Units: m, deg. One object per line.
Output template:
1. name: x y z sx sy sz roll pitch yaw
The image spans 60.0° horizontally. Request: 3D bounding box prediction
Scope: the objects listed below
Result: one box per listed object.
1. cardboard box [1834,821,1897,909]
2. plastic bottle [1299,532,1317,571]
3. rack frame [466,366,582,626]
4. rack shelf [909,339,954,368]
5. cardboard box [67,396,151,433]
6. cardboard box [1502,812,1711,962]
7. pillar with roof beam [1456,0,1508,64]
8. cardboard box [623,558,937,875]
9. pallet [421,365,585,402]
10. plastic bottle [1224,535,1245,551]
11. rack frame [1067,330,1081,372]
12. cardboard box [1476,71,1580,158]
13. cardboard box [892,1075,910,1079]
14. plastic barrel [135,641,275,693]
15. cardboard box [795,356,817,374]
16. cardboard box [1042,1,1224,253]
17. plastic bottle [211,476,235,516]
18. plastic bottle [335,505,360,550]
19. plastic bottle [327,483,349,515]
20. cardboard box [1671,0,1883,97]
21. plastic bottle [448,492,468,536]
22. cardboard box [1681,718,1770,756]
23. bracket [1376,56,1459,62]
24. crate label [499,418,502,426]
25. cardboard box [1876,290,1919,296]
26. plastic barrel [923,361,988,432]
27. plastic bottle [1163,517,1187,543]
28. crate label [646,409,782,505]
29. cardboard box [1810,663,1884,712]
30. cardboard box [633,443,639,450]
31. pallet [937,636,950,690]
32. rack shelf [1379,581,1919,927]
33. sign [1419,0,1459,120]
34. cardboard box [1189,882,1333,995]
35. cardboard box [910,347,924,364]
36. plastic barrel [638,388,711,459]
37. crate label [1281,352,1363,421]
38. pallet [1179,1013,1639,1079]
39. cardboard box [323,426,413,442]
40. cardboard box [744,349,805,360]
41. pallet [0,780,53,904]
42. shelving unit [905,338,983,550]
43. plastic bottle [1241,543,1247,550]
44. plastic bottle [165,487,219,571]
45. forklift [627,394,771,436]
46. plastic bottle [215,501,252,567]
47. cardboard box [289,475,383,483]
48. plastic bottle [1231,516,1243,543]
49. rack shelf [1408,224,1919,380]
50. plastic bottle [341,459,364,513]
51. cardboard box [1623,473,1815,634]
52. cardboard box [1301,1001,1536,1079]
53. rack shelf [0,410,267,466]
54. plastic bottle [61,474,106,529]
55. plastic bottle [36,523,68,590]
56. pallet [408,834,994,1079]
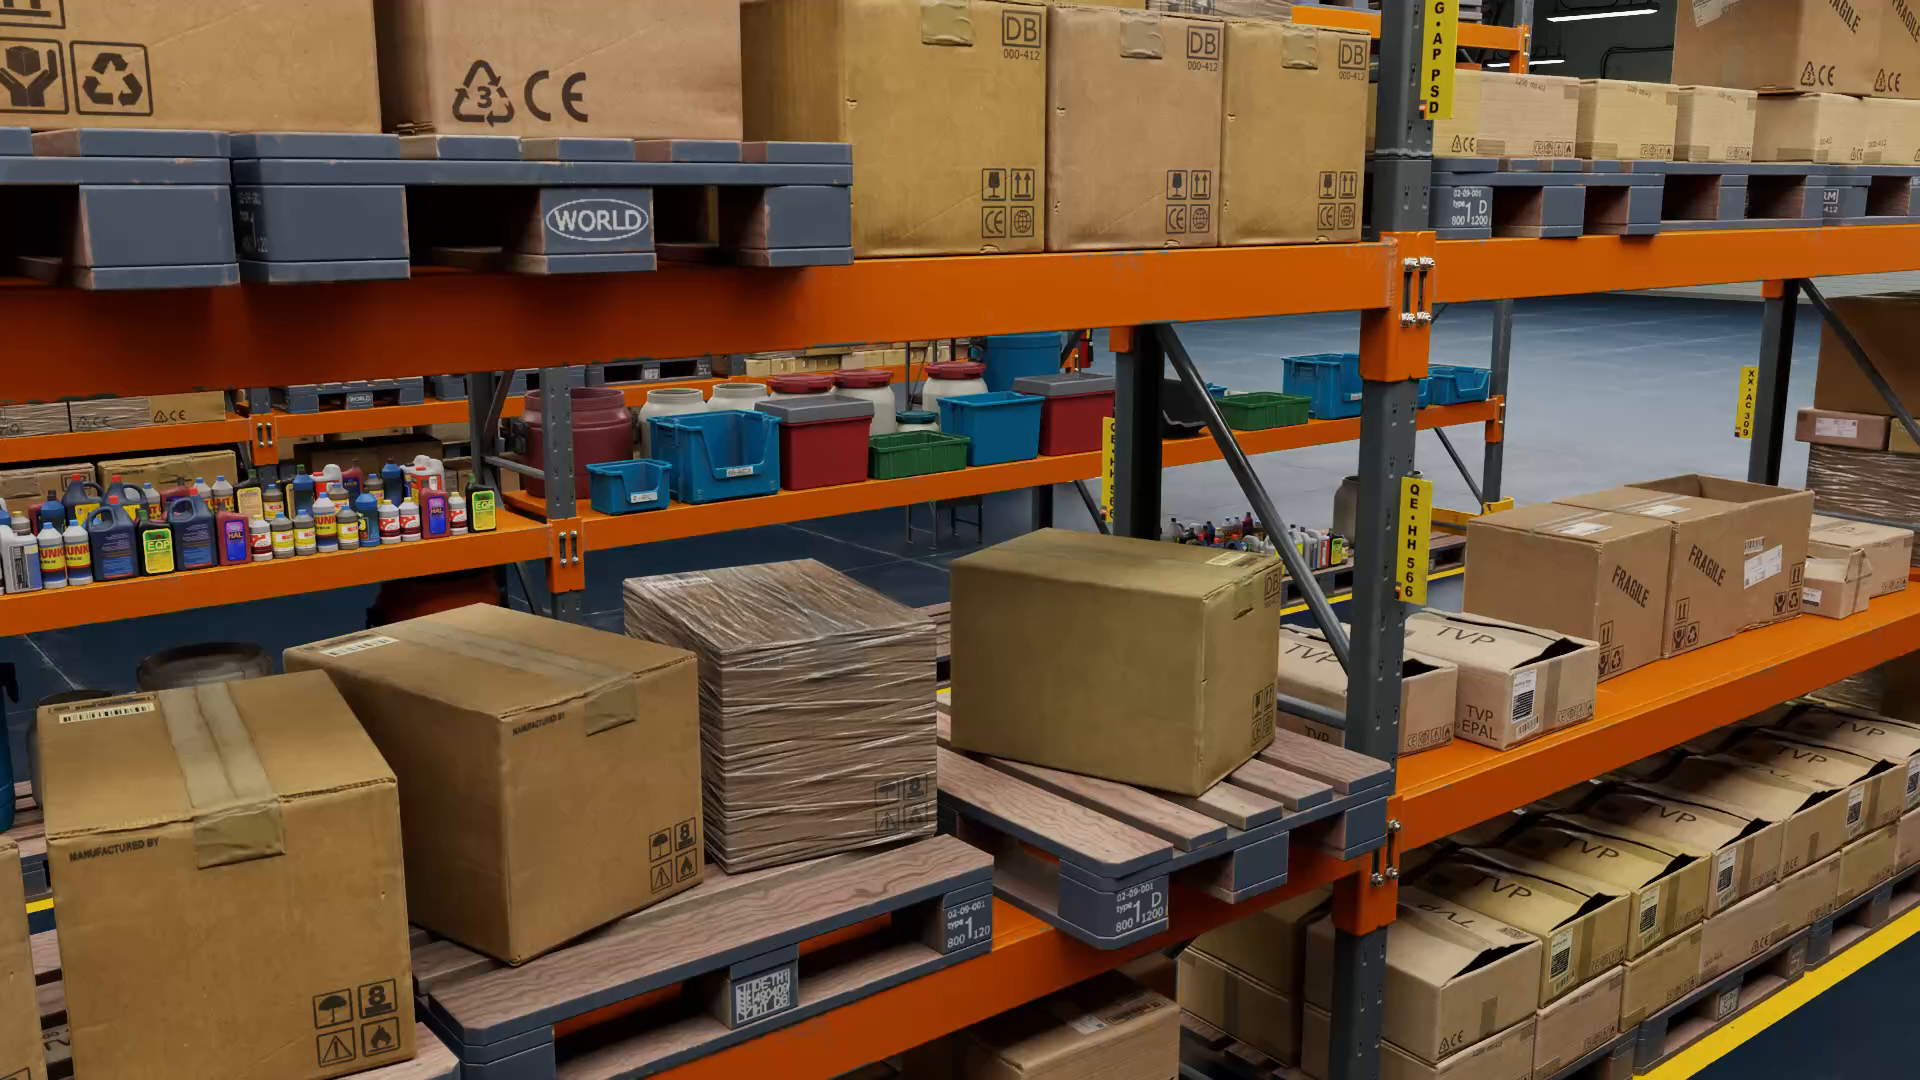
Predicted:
1. cardboard box: 3.407 1.231 6.718 0.500 0.250 0.500 -10 15 -39
2. plastic bottle: 2.495 0.075 12.051 0.135 0.276 0.152 -10 16 -39
3. rack frame: -2.269 -0.360 8.601 0.127 3.000 1.000 -9 15 -38
4. rack shelf: -0.129 -1.677 13.667 0.480 0.518 0.431 -9 15 -38
5. cardboard box: -5.987 -1.044 11.582 0.500 0.500 0.500 -10 15 -38
6. cardboard box: 2.219 1.154 5.732 0.500 0.311 0.500 -10 16 -39
7. pillar with roof beam: 16.597 -10.798 43.315 0.548 9.000 9.100 -9 15 -38
8. cardboard box: -0.432 0.378 3.877 0.500 0.500 0.700 -6 13 -27
9. pallet: -3.843 -1.333 13.645 1.213 0.211 1.003 -9 15 -38
10. plastic bottle: 1.891 0.140 11.566 0.185 0.351 0.144 -10 16 -40
11. rack frame: 0.884 -2.201 17.272 0.127 3.000 1.000 -9 15 -38
12. cardboard box: 1.540 -1.294 5.130 0.500 0.250 0.500 -9 15 -36
13. cardboard box: -0.166 1.678 3.962 0.500 0.500 0.500 -10 16 -40
14. plastic barrel: -3.522 0.827 7.805 0.708 0.588 0.600 -9 15 -38
15. cardboard box: -1.503 -1.605 15.073 0.250 0.149 0.380 -9 15 -38
16. cardboard box: 0.105 -0.944 3.889 0.500 0.500 0.910 -9 15 -38
17. plastic bottle: -3.562 -0.175 8.041 0.097 0.271 0.097 0 12 0
18. plastic bottle: -2.828 -0.061 7.672 0.097 0.201 0.097 0 12 0
19. plastic bottle: -3.078 -0.181 8.237 0.097 0.201 0.097 0 12 0
20. cardboard box: 3.009 -1.890 6.129 0.500 0.500 0.500 -8 14 -32
21. plastic bottle: -2.420 -0.129 7.992 0.097 0.201 0.097 0 12 0
22. cardboard box: 3.073 0.868 7.079 0.500 0.311 0.500 -10 15 -38
23. bracket: 11.794 -12.811 44.130 4.783 0.066 0.076 -9 15 -38
24. crate label: -5.738 -1.446 20.608 0.298 0.136 0.250 2 12 11
25. cardboard box: 4.682 -0.883 7.700 0.500 0.500 0.700 -9 15 -38
26. plastic barrel: -0.030 -0.857 10.614 0.433 0.535 0.433 0 12 0
27. plastic bottle: 1.579 0.005 12.203 0.185 0.351 0.144 -10 15 -38
28. crate label: -1.324 -0.462 8.997 0.616 0.435 0.502 -9 15 -38
29. cardboard box: 4.569 0.539 8.170 0.500 0.500 0.500 -9 15 -38
30. cardboard box: -2.733 -0.598 14.683 0.500 0.500 0.700 -11 16 -42
31. pallet: -0.688 0.753 10.075 1.213 0.211 1.003 -9 15 -38
32. rack shelf: 2.384 0.537 6.112 4.000 0.370 1.077 -9 15 -38
33. sign: 1.160 -1.188 4.034 0.005 0.325 0.100 -9 15 -38
34. cardboard box: 1.078 1.202 5.507 0.500 0.311 0.500 -9 15 -36
35. cardboard box: -0.554 -1.775 15.870 0.250 0.149 0.380 -9 15 -38
36. plastic barrel: -1.599 -0.582 9.381 0.421 0.512 0.421 0 12 0
37. crate label: 2.710 -1.132 12.154 0.616 0.435 0.502 -9 15 -38
38. pallet: 1.490 1.708 5.578 1.213 0.211 1.003 -9 15 -38
39. cardboard box: -6.444 -1.385 17.834 0.750 0.750 1.050 -9 15 -38
40. cardboard box: -1.850 -1.925 15.015 0.500 0.500 0.875 -9 15 -38
41. pallet: -3.811 1.271 7.635 1.213 0.211 1.003 -9 15 -38
42. shelving unit: -0.129 -1.006 13.810 0.503 2.100 0.431 -9 15 -38
43. plastic bottle: 1.983 0.154 11.693 0.097 0.271 0.097 0 12 0
44. plastic bottle: -3.361 -0.052 7.269 0.185 0.351 0.144 -9 15 -38
45. forklift: -3.034 -2.186 17.365 3.031 2.935 1.130 -8 15 -34
46. plastic bottle: -3.211 -0.033 7.341 0.133 0.283 0.061 -9 15 -38
47. cardboard box: -4.853 -0.246 13.022 0.500 0.500 0.700 -10 16 -41
48. plastic bottle: 2.100 -0.049 12.648 0.097 0.271 0.097 0 12 0
49. rack shelf: 2.384 -0.931 5.800 4.000 0.370 1.077 -9 15 -38
50. plastic bottle: -3.094 -0.264 8.429 0.133 0.283 0.061 -9 15 -38
51. cardboard box: 2.925 0.042 6.470 0.500 0.500 0.500 -8 14 -34
52. cardboard box: 1.415 1.564 5.152 0.500 0.250 0.500 -10 15 -38
53. rack shelf: -6.925 -0.551 11.236 4.000 0.370 1.077 -9 15 -38
54. plastic bottle: -4.019 -0.132 7.646 0.185 0.351 0.144 -9 15 -38
55. plastic bottle: -3.781 0.063 6.919 0.097 0.271 0.097 0 12 0
56. pallet: -0.693 0.791 3.643 1.213 0.211 1.003 -9 15 -38
